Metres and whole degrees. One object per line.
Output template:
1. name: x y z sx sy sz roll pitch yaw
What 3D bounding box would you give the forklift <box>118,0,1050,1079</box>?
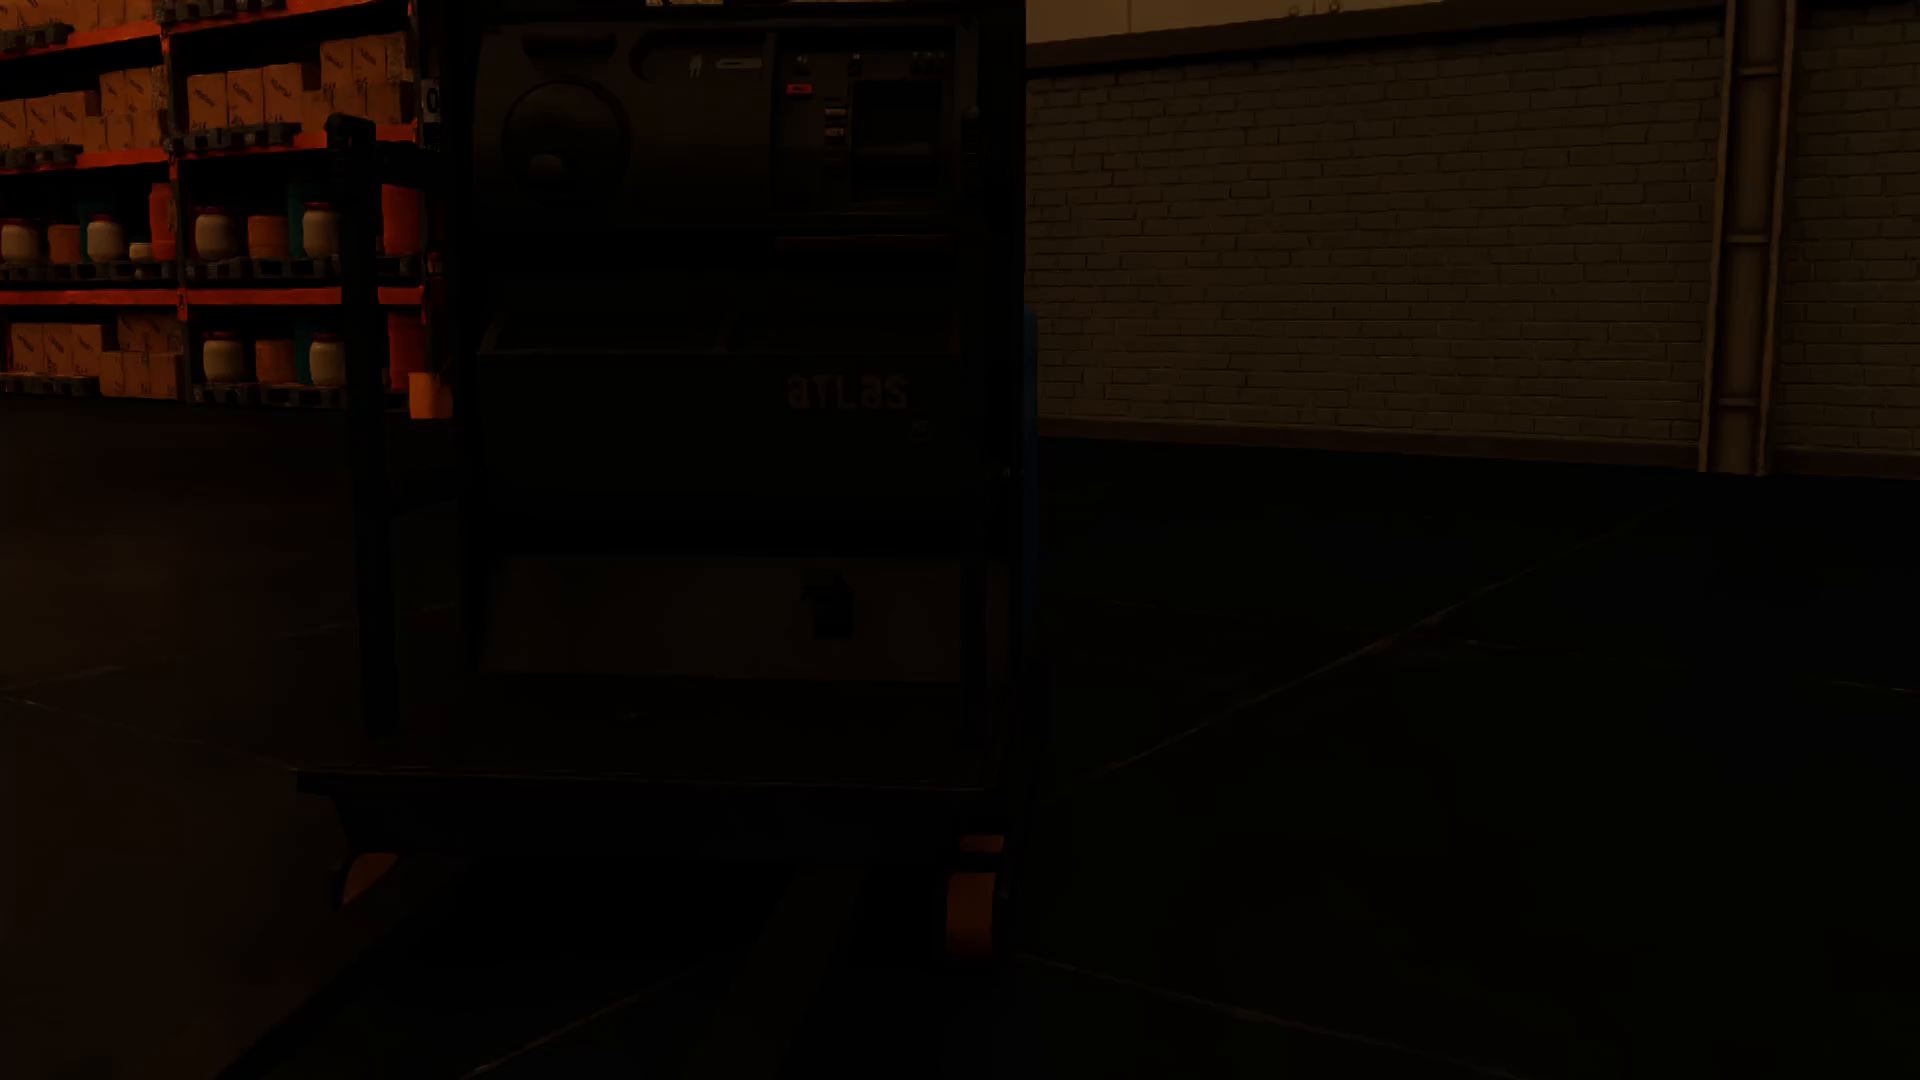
1. forklift: -0.446 -0.801 2.828 1.130 2.935 3.031 1 8 5
